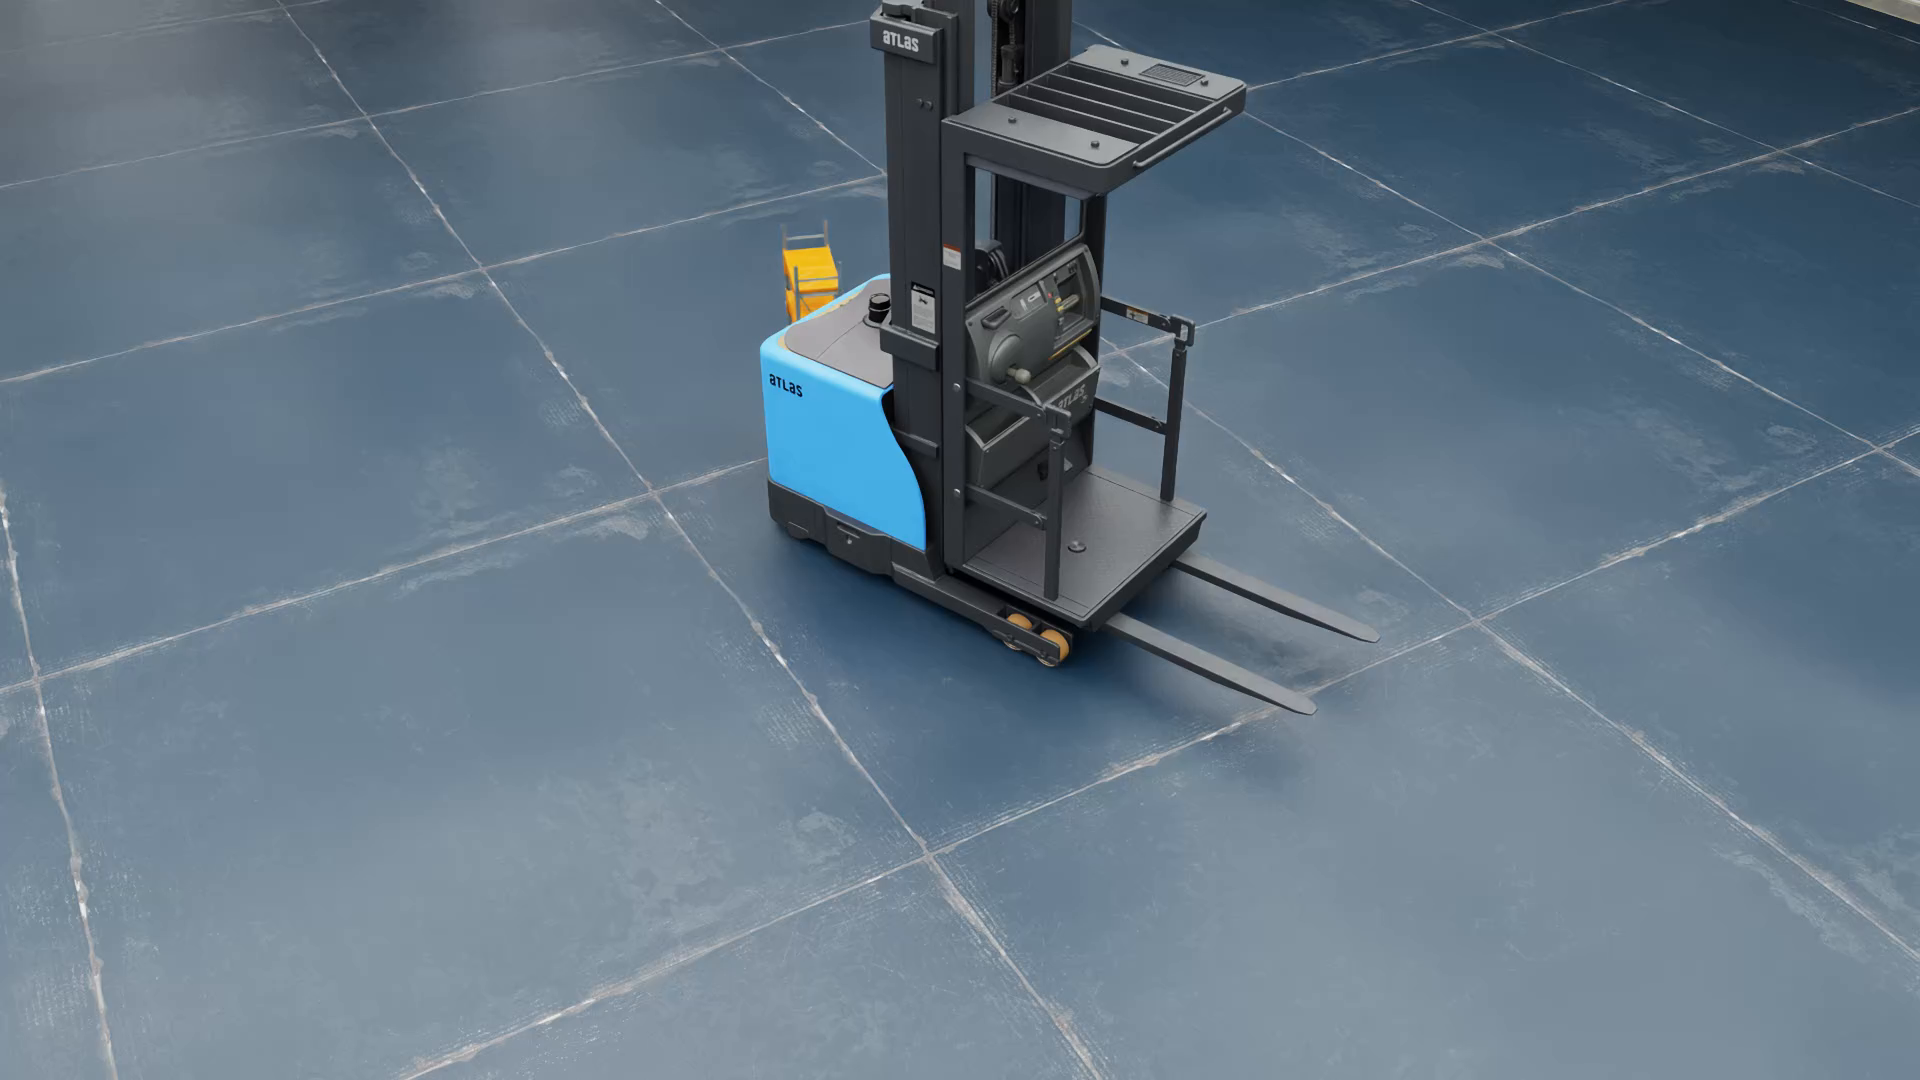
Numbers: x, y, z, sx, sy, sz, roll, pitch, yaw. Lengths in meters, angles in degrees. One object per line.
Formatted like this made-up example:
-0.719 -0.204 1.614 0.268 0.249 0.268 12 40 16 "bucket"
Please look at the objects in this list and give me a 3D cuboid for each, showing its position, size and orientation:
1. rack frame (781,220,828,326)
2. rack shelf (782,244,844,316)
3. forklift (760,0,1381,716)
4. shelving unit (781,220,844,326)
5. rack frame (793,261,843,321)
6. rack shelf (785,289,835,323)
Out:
-0.817 -1.180 9.074 0.240 1.200 0.015 -7 37 -10 "rack frame"
-0.766 -1.356 8.649 0.258 0.148 0.480 -7 37 -10 "rack shelf"
0.500 -0.957 7.303 3.031 2.935 1.130 24 43 29 "forklift"
-0.766 -1.039 8.882 0.258 1.200 0.503 -7 37 -10 "shelving unit"
-0.715 -0.898 8.689 0.240 1.200 0.015 -7 37 -10 "rack frame"
-0.766 -1.165 8.789 0.258 0.148 0.480 -7 37 -10 "rack shelf"
